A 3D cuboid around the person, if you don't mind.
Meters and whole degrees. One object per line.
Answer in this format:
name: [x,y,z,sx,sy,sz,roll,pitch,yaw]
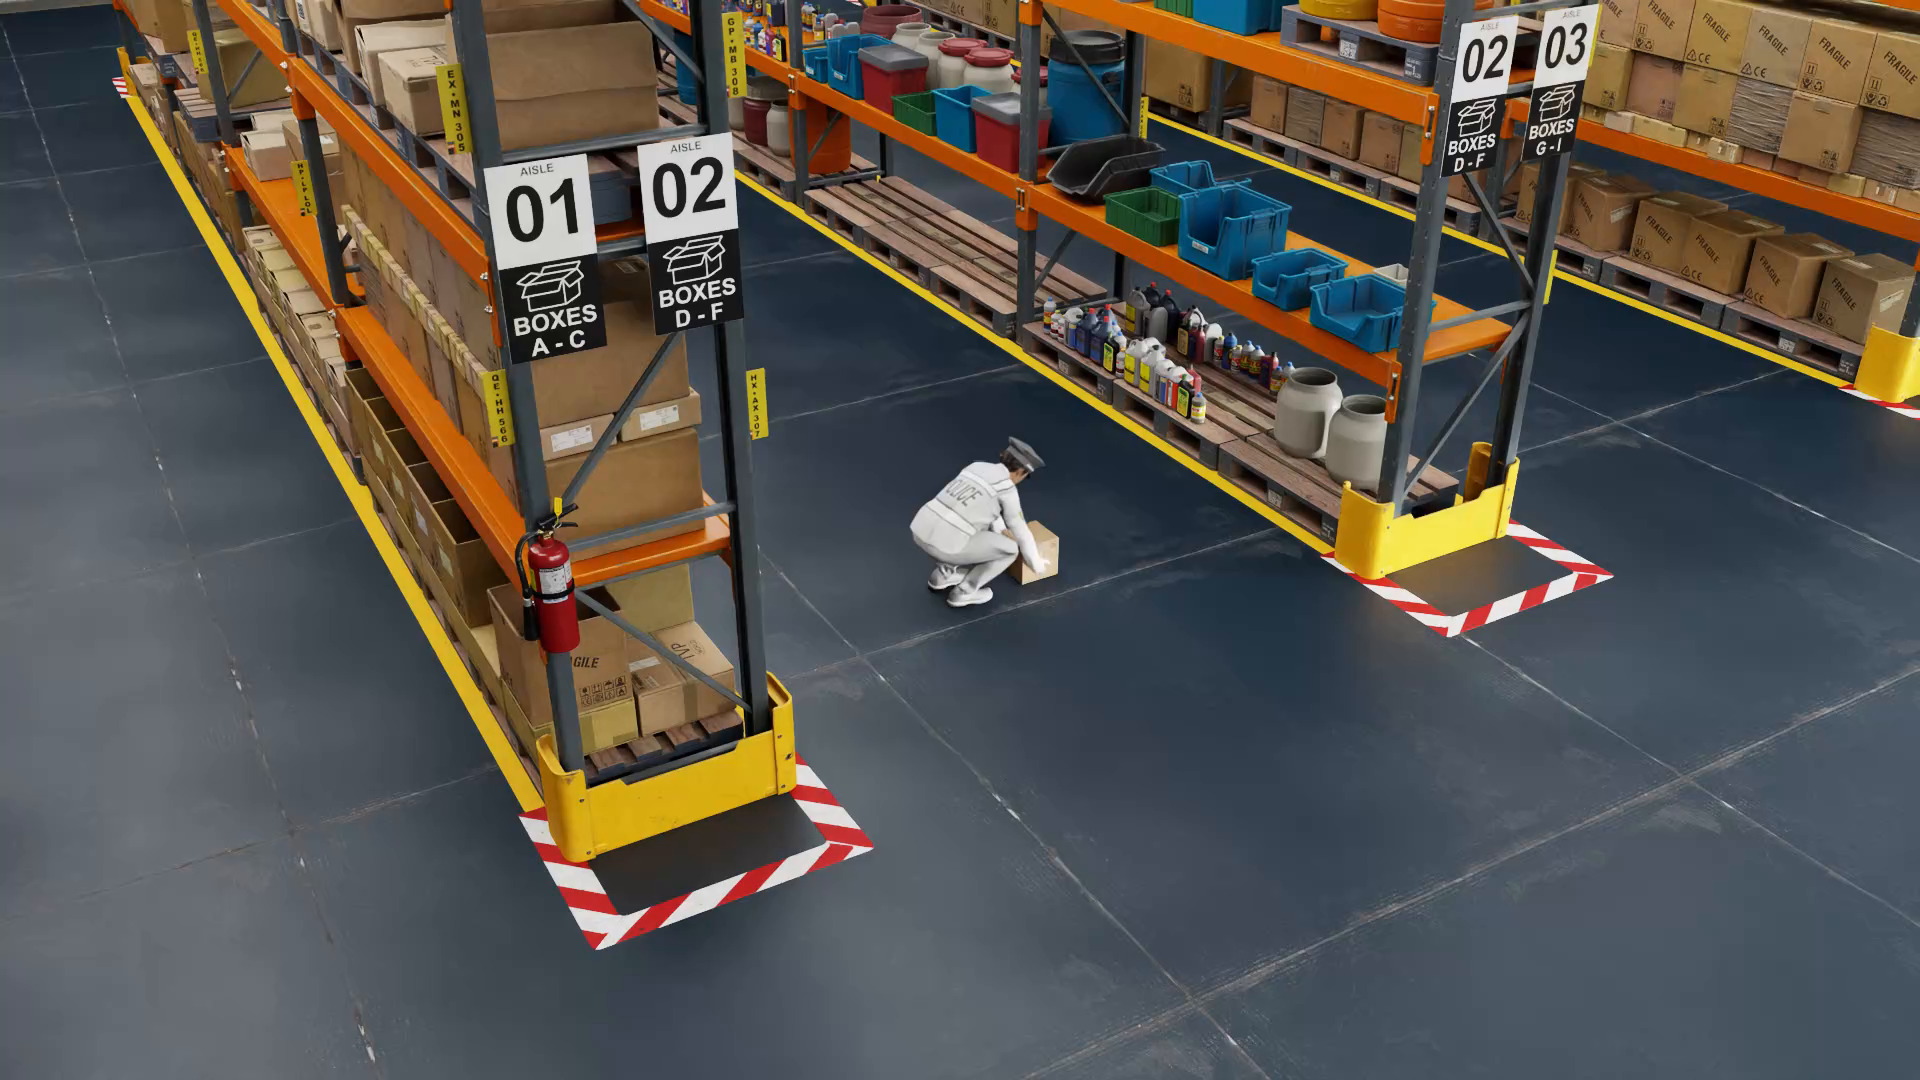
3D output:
person: [0.124,-0.112,9.585,0.858,0.866,0.484,-16,33,-26]
